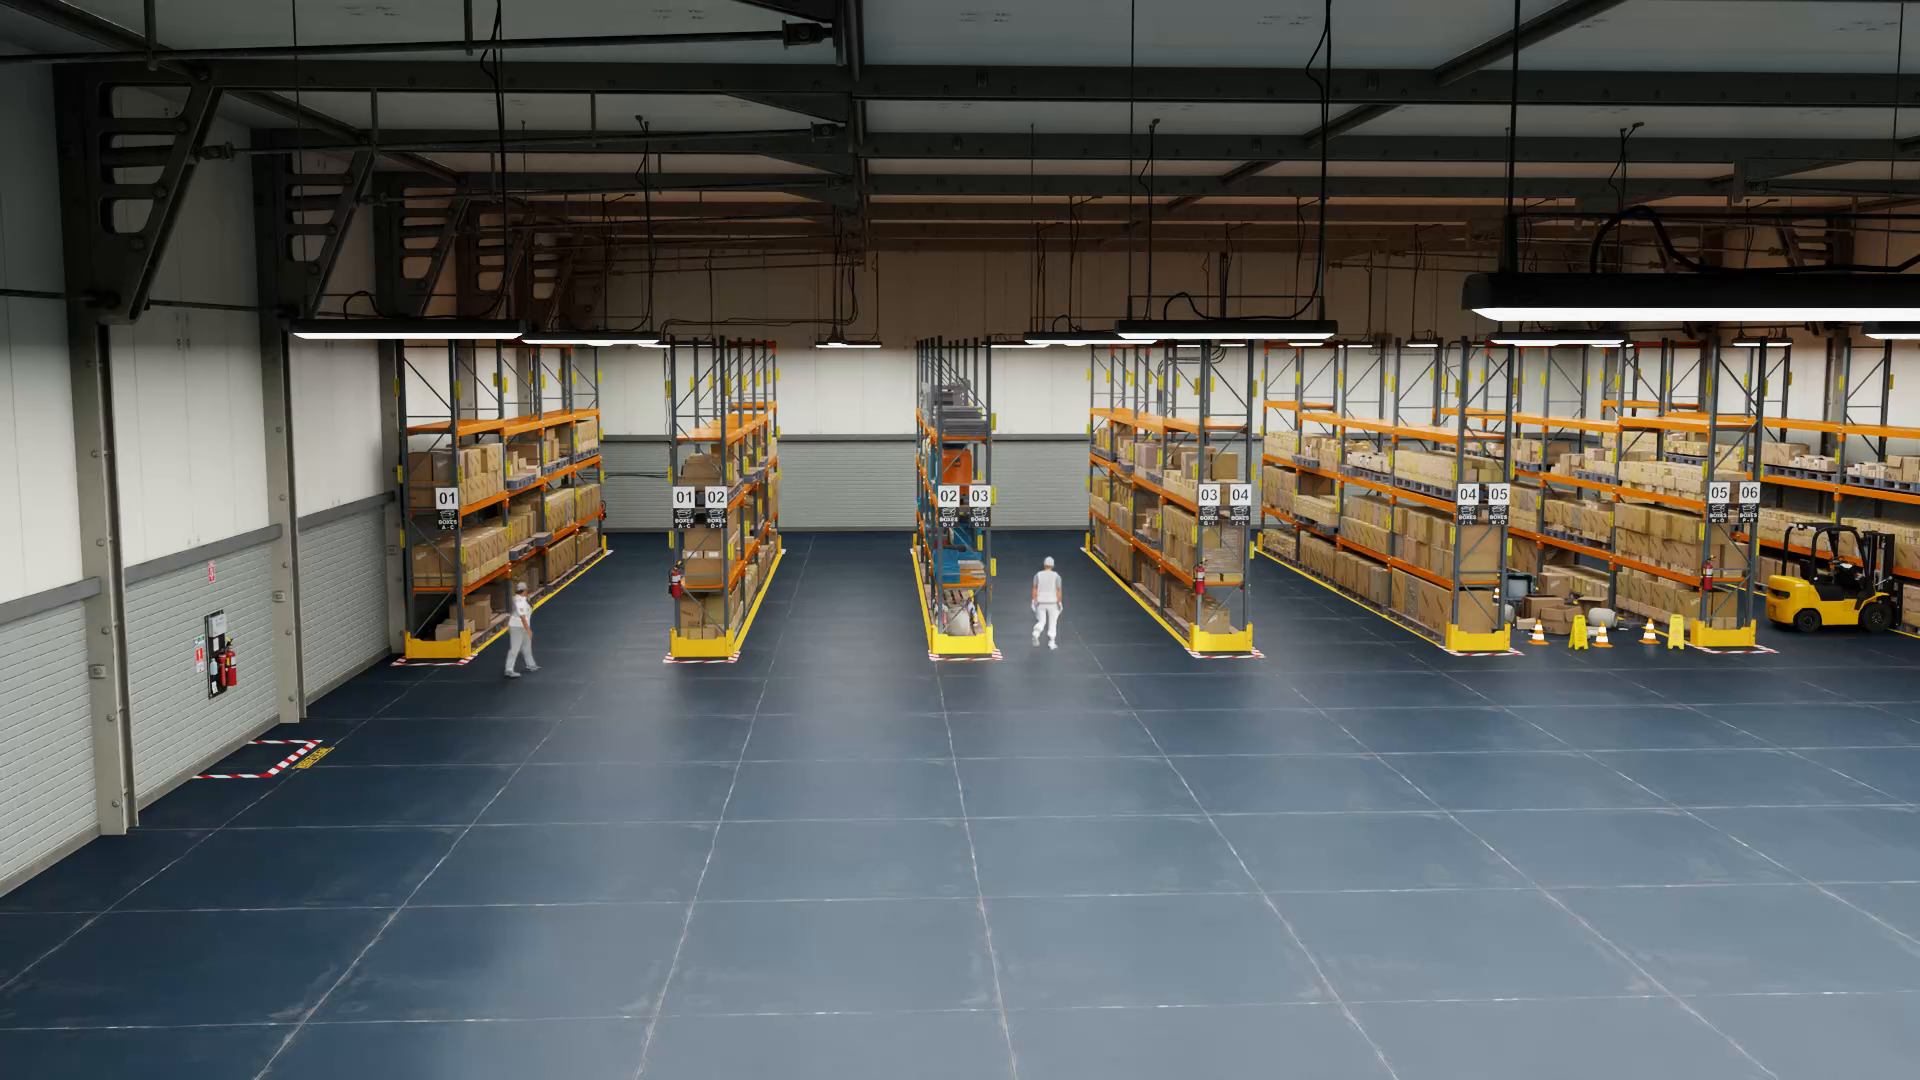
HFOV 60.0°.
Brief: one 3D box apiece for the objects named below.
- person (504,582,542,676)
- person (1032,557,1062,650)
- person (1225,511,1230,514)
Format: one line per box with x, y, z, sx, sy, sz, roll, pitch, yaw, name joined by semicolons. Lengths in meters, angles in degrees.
-7.775;1.558;29.520;0.656;1.658;0.696;-2;7;-14;person
1.660;1.224;31.856;0.557;1.778;0.682;4;7;29;person
7.538;-0.426;46.905;0.439;1.619;0.996;1;7;7;person
